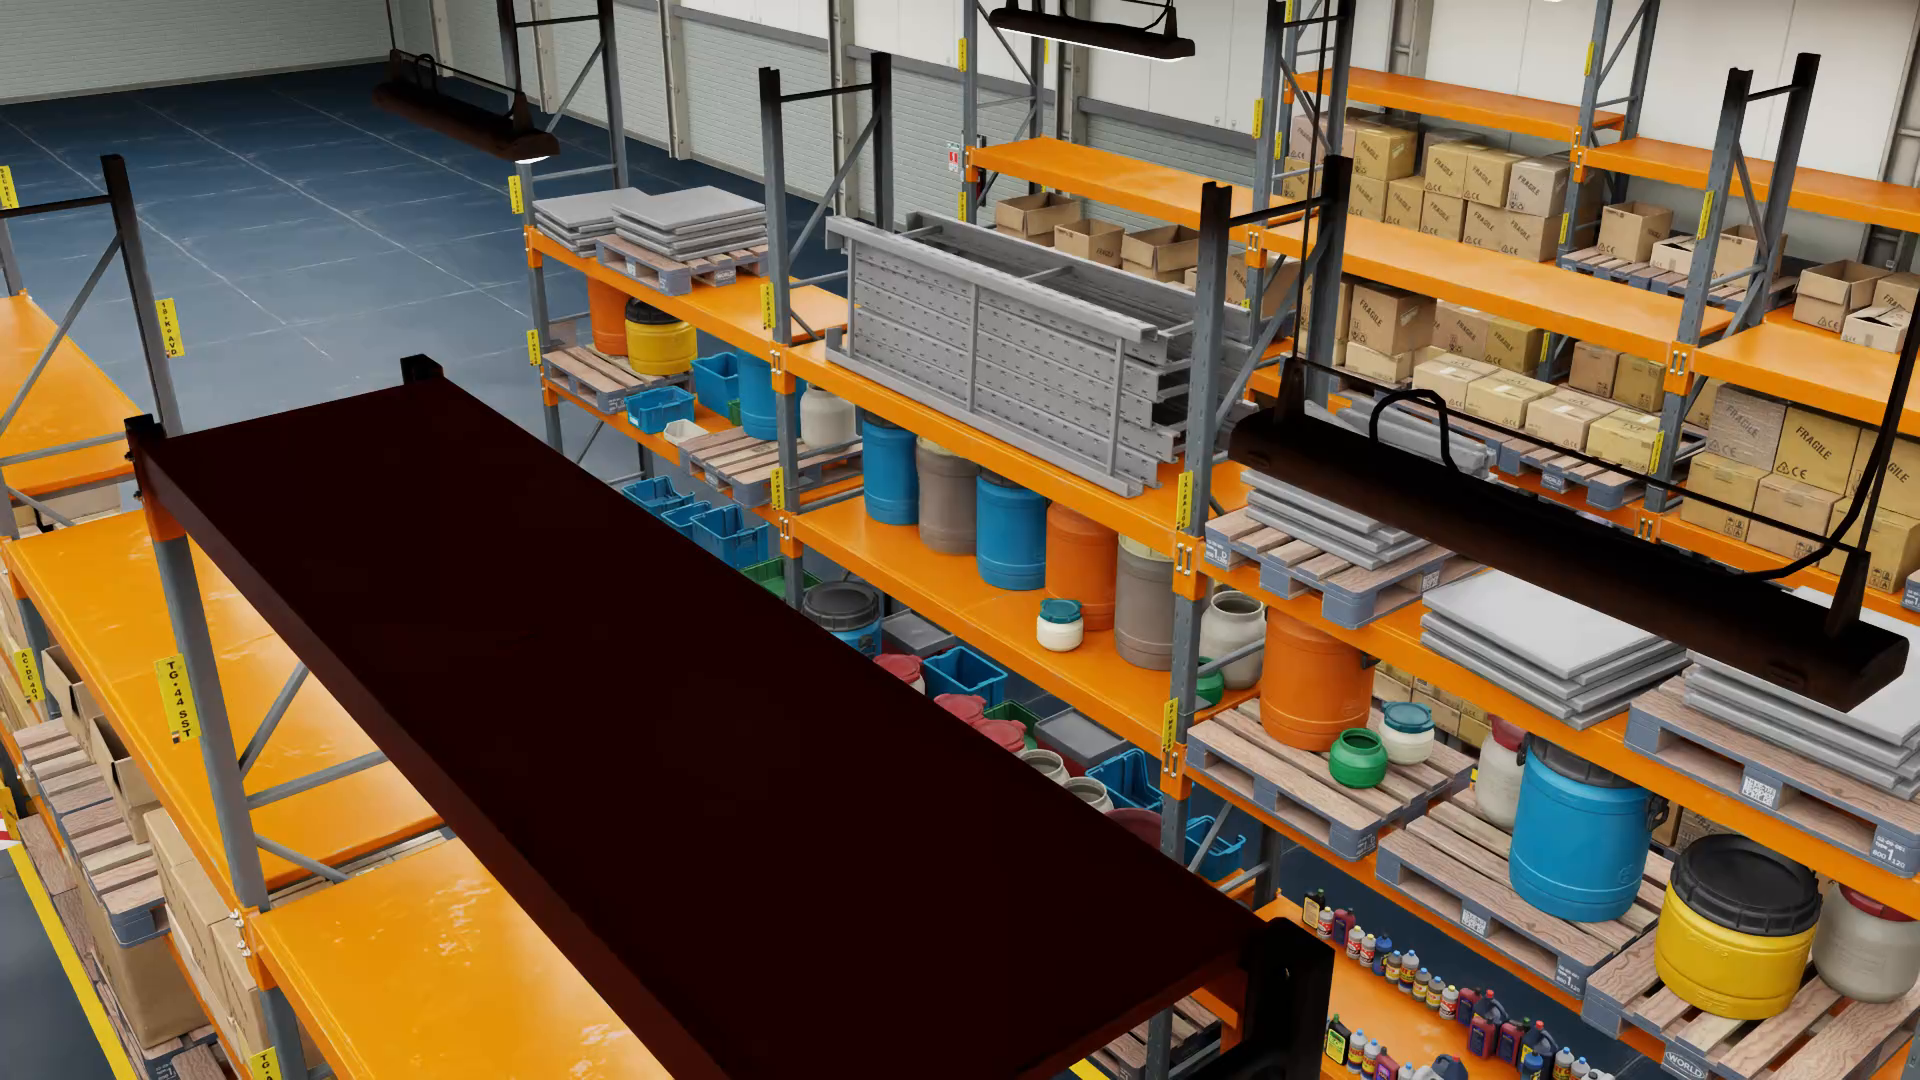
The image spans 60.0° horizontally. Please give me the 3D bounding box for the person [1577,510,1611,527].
[{"bbox_3d":[5.993,0.288,15.837,0.571,1.632,0.558,-18,31,-33],"label":"person"}]
